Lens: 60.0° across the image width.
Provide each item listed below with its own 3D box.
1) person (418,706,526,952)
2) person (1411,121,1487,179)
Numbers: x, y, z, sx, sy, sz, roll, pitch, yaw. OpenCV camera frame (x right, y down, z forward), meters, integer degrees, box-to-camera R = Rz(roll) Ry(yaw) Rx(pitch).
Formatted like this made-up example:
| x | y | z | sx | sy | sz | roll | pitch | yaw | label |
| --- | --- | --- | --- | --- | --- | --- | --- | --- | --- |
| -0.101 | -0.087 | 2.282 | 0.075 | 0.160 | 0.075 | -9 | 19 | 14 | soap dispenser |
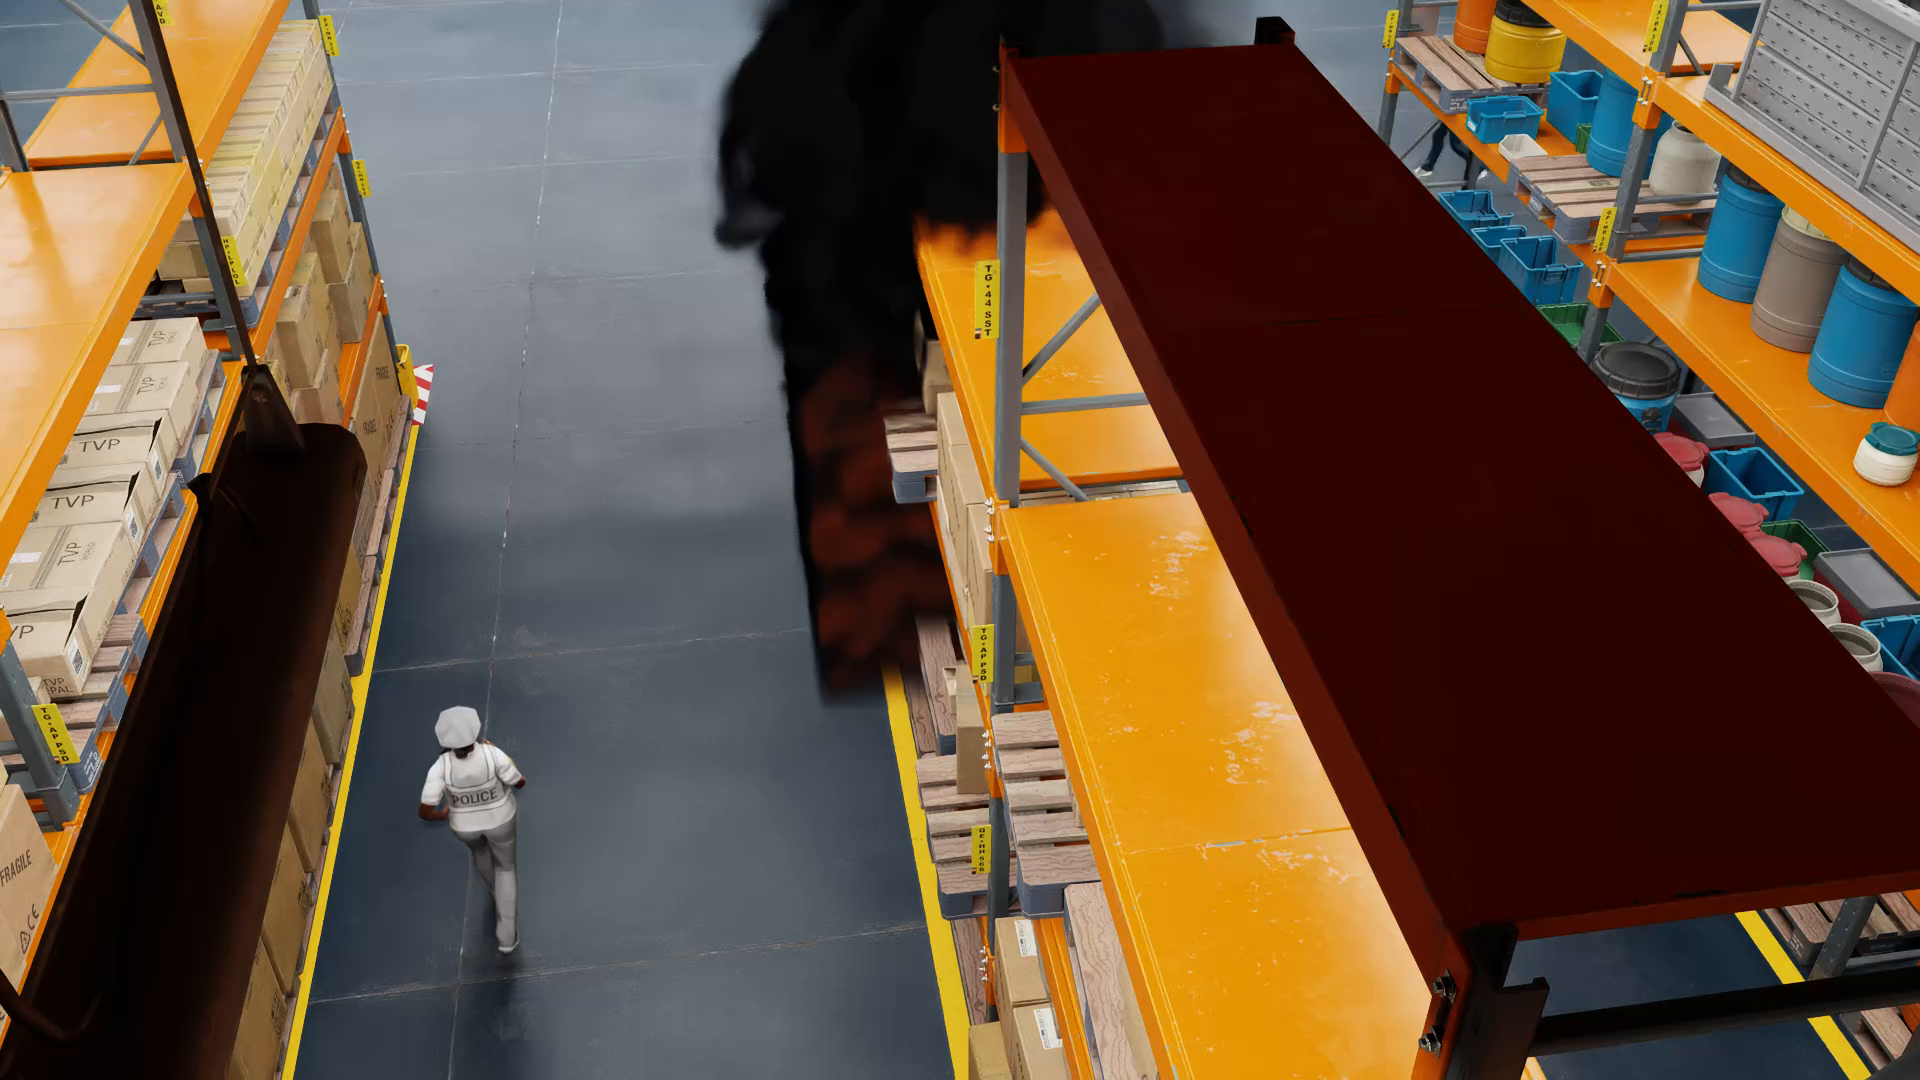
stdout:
| x | y | z | sx | sy | sz | roll | pitch | yaw | label |
| --- | --- | --- | --- | --- | --- | --- | --- | --- | --- |
| -2.791 | 1.641 | 9.728 | 0.570 | 1.703 | 0.856 | -5 | 37 | -7 | person |
| 5.530 | -4.715 | 18.495 | 0.871 | 1.581 | 0.539 | 12 | 38 | 16 | person |
